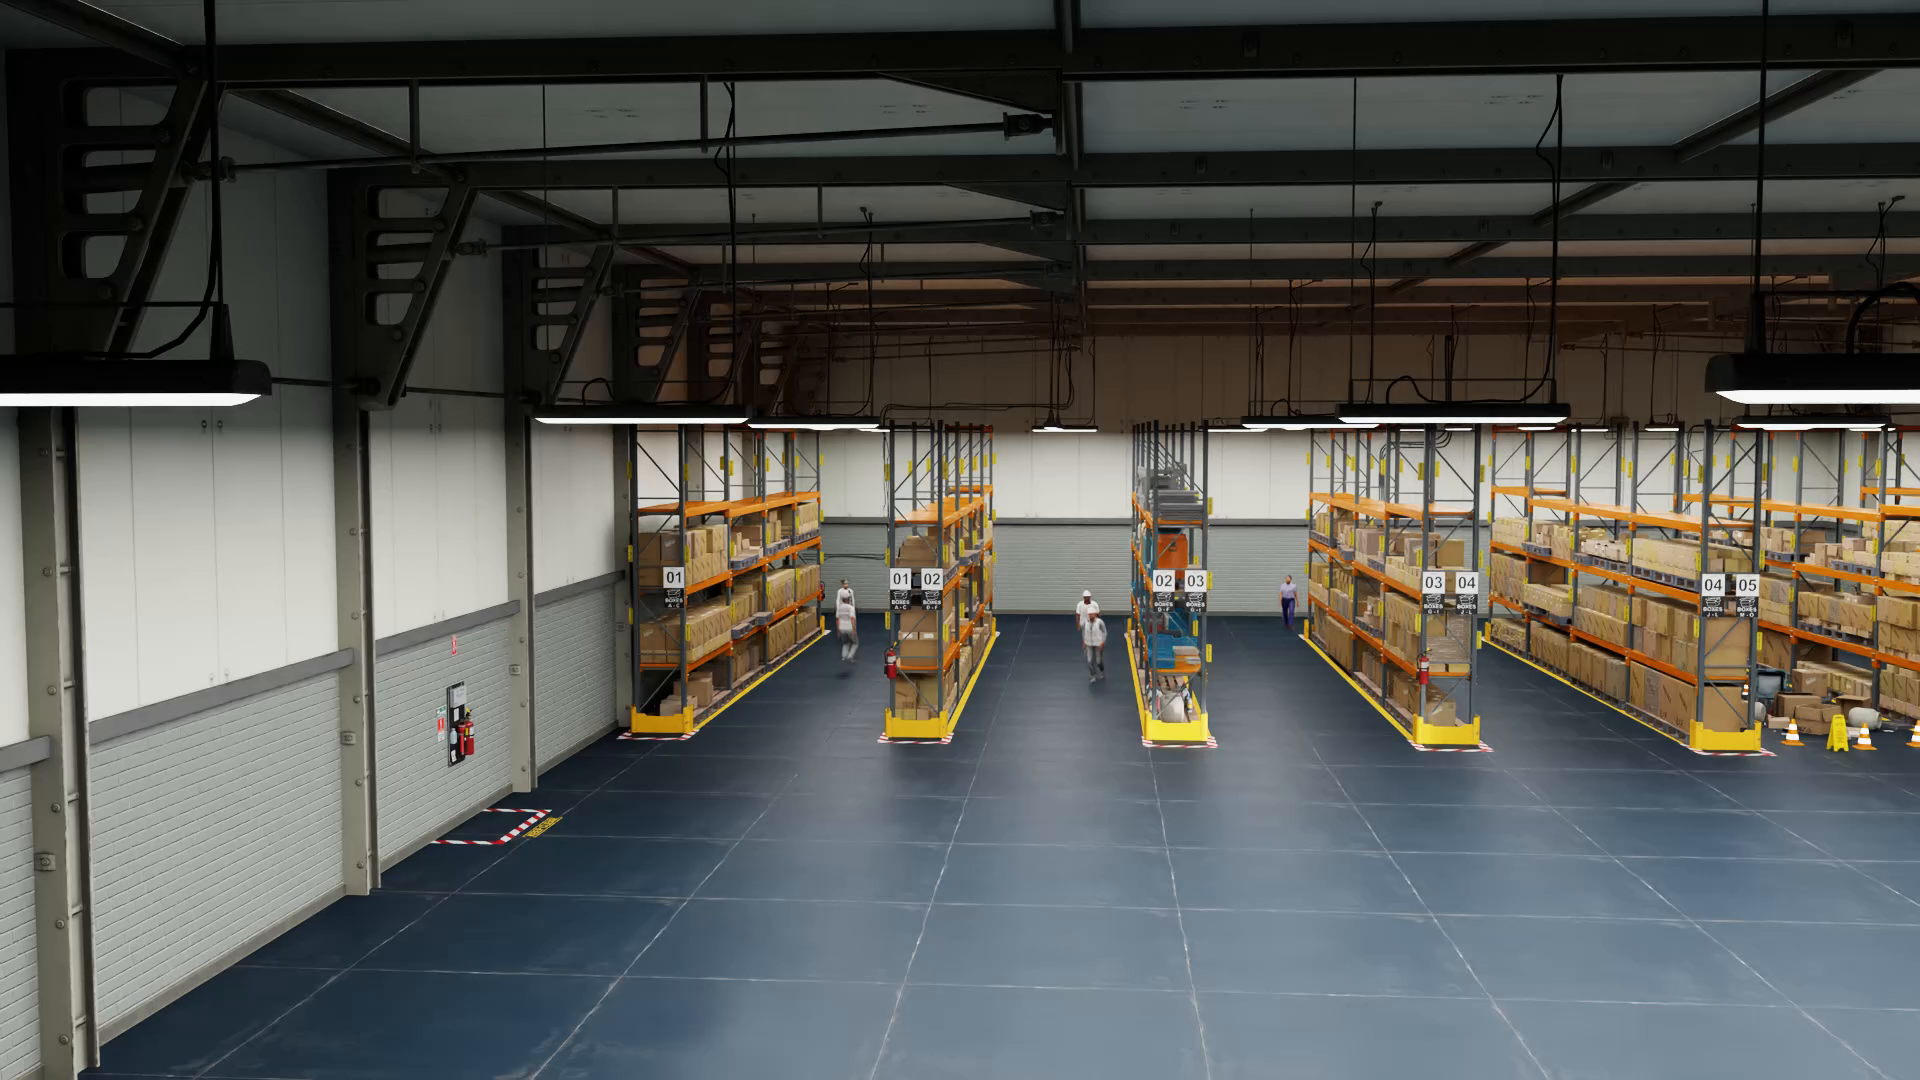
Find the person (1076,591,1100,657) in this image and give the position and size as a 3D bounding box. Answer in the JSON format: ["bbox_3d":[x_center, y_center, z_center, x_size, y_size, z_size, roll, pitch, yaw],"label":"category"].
[{"bbox_3d":[3.236,2.152,42.342,0.587,1.720,0.925,1,4,16],"label":"person"}]

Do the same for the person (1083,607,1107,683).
[{"bbox_3d":[3.145,2.412,38.592,0.602,1.755,0.652,2,4,23],"label":"person"}]

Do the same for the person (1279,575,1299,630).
[{"bbox_3d":[9.647,1.815,48.840,0.545,1.571,1.043,1,4,21],"label":"person"}]

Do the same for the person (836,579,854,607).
[{"bbox_3d":[-3.153,1.810,45.703,0.475,1.516,1.049,0,4,4],"label":"person"}]

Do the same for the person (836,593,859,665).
[{"bbox_3d":[-2.722,2.142,40.085,0.588,1.712,0.498,1,4,18],"label":"person"}]
